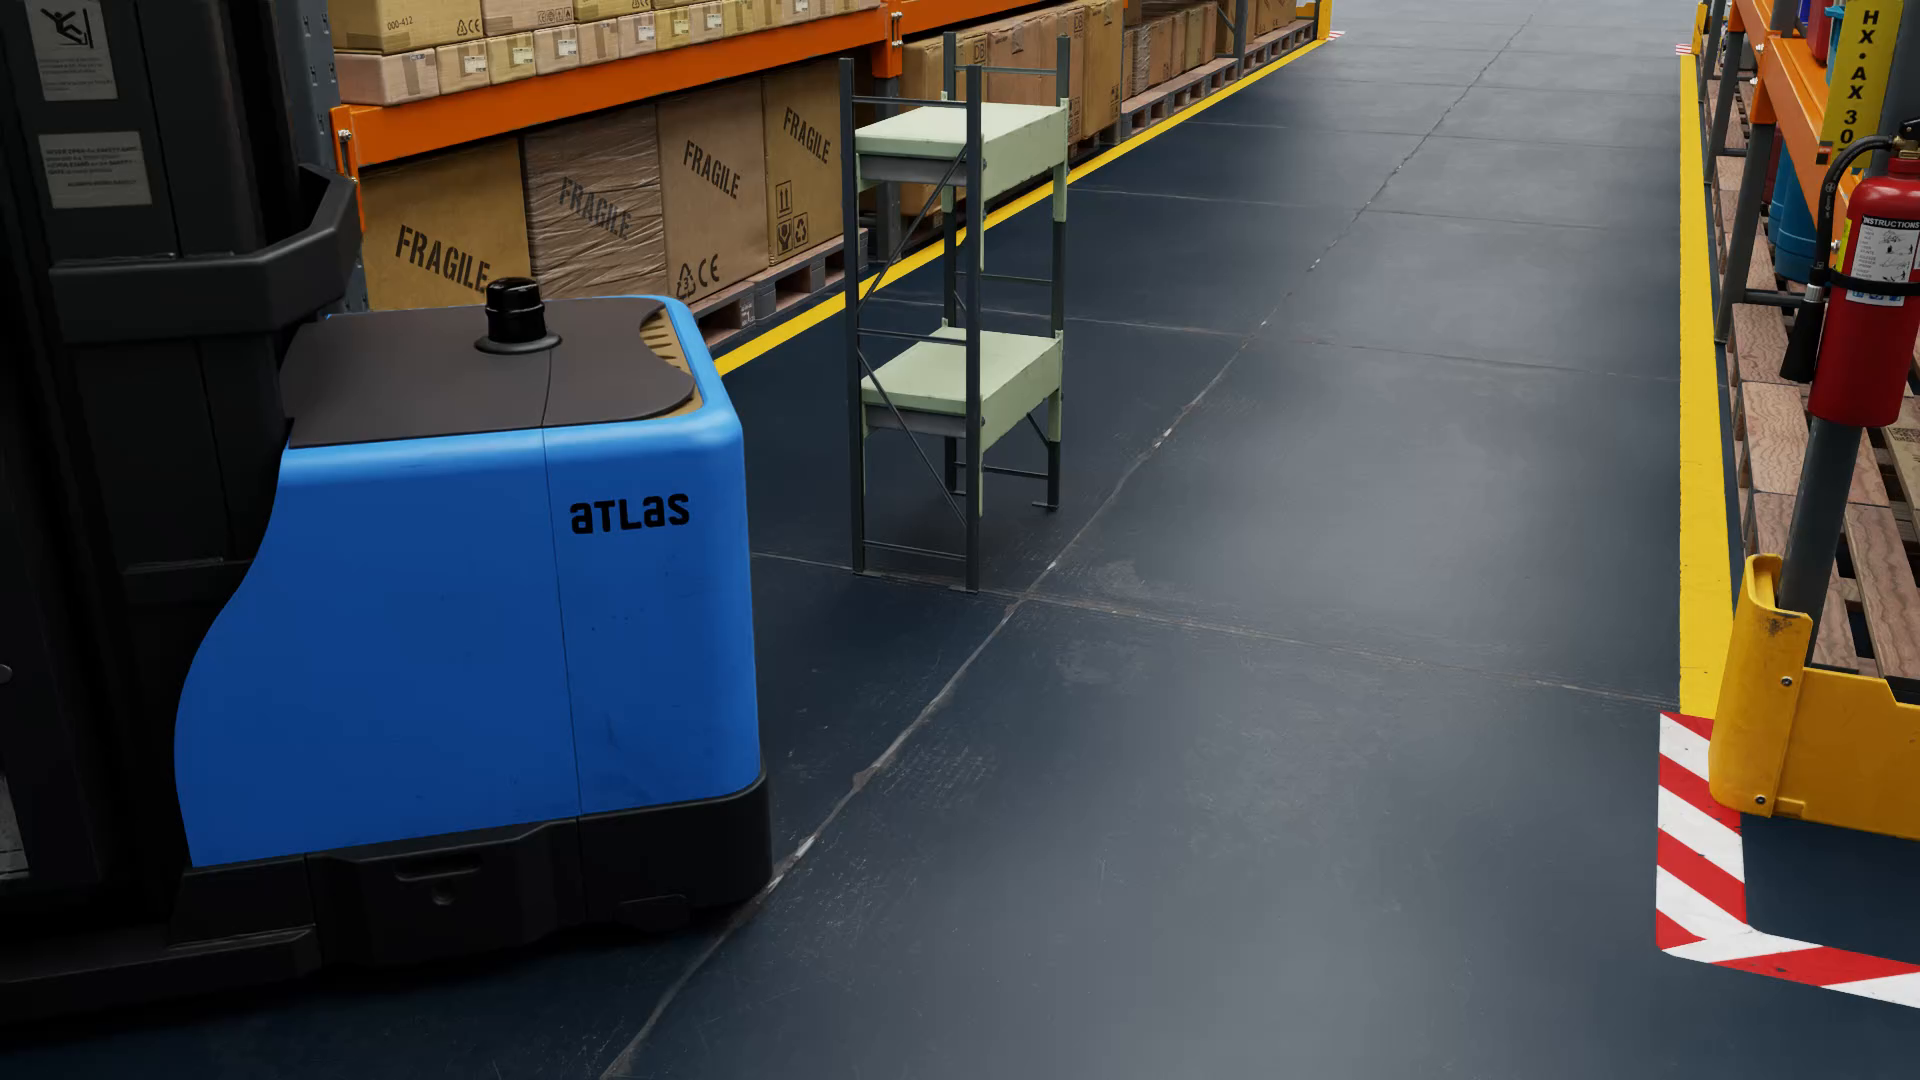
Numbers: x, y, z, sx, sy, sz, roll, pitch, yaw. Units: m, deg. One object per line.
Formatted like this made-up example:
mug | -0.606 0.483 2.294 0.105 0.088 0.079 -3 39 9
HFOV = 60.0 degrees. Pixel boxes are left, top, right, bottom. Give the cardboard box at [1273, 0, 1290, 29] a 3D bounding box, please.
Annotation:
cardboard box | 3.223 -5.799 17.941 0.500 0.500 0.500 16 28 34

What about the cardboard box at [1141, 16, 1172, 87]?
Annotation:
cardboard box | 1.318 -4.033 13.685 0.700 0.500 0.500 11 25 24

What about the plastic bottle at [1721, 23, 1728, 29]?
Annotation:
plastic bottle | 7.170 -4.707 15.596 0.097 0.271 0.097 0 23 0

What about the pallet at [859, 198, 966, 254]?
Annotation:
pallet | -0.580 -1.905 9.537 1.003 0.211 1.213 9 24 20

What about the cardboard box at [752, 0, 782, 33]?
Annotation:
cardboard box | -0.987 -2.264 7.105 0.380 0.149 0.250 9 24 21

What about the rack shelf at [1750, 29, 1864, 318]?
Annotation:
rack shelf | 3.059 -1.148 5.040 1.077 0.370 4.000 9 24 20

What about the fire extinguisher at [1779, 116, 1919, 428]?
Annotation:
fire extinguisher | 1.839 -0.568 3.301 0.296 0.674 0.183 9 24 20

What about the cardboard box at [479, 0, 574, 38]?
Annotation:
cardboard box | -1.666 -1.861 5.623 0.500 0.250 0.500 8 24 19

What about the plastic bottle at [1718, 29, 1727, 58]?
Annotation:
plastic bottle | 6.937 -4.495 14.986 0.144 0.351 0.185 9 24 20

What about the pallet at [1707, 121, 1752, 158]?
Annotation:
pallet | 5.612 -2.612 11.230 1.003 0.211 1.213 9 24 20

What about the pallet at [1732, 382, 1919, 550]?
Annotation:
pallet | 3.114 -0.202 5.460 1.003 0.211 1.213 9 24 20

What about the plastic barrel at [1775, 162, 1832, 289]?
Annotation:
plastic barrel | 4.020 -1.613 7.399 0.600 0.901 0.708 9 24 20

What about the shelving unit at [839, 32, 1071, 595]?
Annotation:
shelving unit | 0.002 -0.694 4.967 0.431 1.500 0.755 9 24 20

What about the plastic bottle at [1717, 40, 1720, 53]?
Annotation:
plastic bottle | 7.096 -4.604 15.439 0.097 0.201 0.097 0 23 0

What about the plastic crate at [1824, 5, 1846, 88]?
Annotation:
plastic crate | 2.841 -1.486 5.056 0.416 0.233 0.300 9 24 20

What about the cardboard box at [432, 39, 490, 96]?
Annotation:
cardboard box | -1.750 -1.529 5.345 0.380 0.149 0.250 8 24 19

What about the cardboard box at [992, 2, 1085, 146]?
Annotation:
cardboard box | 0.076 -2.988 10.723 1.225 0.875 0.875 9 24 20

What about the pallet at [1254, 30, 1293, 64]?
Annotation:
pallet | 2.844 -5.164 17.340 1.003 0.211 1.213 9 24 20

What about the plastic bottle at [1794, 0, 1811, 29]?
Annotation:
plastic bottle | 3.649 -2.326 7.087 0.152 0.276 0.135 9 24 20

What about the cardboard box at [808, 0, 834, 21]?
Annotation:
cardboard box | -0.796 -2.449 7.547 0.380 0.149 0.250 8 24 19

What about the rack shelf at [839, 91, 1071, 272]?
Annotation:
rack shelf | 0.002 -1.055 4.816 0.431 0.370 0.720 9 24 20

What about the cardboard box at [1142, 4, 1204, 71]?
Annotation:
cardboard box | 1.733 -4.433 14.642 0.700 0.500 0.500 9 24 20

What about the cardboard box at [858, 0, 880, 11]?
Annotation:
cardboard box | -0.605 -2.633 7.987 0.380 0.149 0.250 9 24 20

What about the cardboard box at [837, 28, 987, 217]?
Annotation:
cardboard box | -0.577 -2.350 9.196 1.225 0.875 0.875 9 24 20

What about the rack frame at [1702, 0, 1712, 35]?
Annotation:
rack frame | 8.260 -6.490 16.895 1.000 3.000 0.127 9 24 20

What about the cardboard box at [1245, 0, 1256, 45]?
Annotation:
cardboard box | 2.567 -5.151 16.389 0.500 0.500 0.500 18 29 37

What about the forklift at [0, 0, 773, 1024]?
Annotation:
forklift | -1.961 -0.615 2.920 3.031 2.935 1.130 -6 23 -14

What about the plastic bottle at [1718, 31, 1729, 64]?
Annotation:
plastic bottle | 6.817 -4.380 14.709 0.144 0.351 0.185 8 24 17

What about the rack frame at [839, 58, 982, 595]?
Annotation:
rack frame | -0.133 -0.563 4.653 0.400 1.500 0.023 9 24 20

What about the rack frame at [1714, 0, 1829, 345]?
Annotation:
rack frame | 3.802 -2.196 6.615 1.000 3.000 0.127 9 24 20

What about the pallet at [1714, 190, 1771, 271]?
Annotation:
pallet | 4.579 -1.617 8.848 1.003 0.211 1.213 9 24 20

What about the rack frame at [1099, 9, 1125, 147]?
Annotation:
rack frame | 0.690 -4.336 11.739 1.000 3.000 0.127 9 24 20

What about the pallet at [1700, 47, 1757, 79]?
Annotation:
pallet | 7.514 -4.444 15.616 1.003 0.211 1.213 9 24 20

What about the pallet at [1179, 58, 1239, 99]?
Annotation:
pallet | 1.888 -4.202 15.036 1.003 0.211 1.213 9 24 20

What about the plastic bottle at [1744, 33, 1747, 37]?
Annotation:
plastic bottle | 6.964 -4.333 14.694 0.152 0.276 0.135 9 24 20

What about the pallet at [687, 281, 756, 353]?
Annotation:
pallet | -1.603 -0.919 7.176 1.003 0.211 1.213 9 24 20

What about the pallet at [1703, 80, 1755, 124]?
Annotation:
pallet | 6.518 -3.485 13.320 1.003 0.211 1.213 9 24 20

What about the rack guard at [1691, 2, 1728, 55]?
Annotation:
rack guard | 8.275 -5.303 17.296 1.175 0.500 0.348 9 24 20

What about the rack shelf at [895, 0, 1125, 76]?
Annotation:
rack shelf | -0.053 -3.289 10.165 1.077 0.370 4.000 9 24 20

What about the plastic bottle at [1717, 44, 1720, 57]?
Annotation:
plastic bottle | 7.019 -4.530 15.263 0.097 0.201 0.097 0 23 0

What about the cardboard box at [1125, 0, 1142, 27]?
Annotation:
cardboard box | 1.098 -4.167 13.034 0.500 0.250 0.500 12 25 26

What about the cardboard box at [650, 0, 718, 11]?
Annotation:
cardboard box | -1.287 -2.228 6.501 0.500 0.250 0.500 8 24 19

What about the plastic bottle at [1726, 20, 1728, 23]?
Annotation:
plastic bottle | 7.297 -4.830 15.890 0.097 0.271 0.097 0 23 0

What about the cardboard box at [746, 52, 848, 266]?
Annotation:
cardboard box | -1.116 -1.893 8.103 0.875 0.875 0.875 9 24 20

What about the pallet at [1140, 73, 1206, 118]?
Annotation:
pallet | 1.436 -3.764 13.987 1.003 0.211 1.213 9 24 20

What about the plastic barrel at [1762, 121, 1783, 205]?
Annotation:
plastic barrel | 4.703 -2.127 9.033 0.600 0.588 0.708 9 24 20

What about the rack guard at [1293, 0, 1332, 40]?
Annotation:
rack guard | 3.633 -6.018 19.010 1.175 0.500 0.348 9 24 20

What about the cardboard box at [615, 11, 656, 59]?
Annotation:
cardboard box | -1.368 -1.898 6.227 0.380 0.149 0.250 8 24 19

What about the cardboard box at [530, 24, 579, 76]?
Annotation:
cardboard box | -1.559 -1.714 5.789 0.380 0.149 0.250 8 24 19

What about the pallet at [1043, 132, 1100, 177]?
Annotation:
pallet | 0.327 -2.778 11.627 1.003 0.211 1.213 9 24 20

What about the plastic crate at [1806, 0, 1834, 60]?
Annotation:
plastic crate | 3.238 -1.969 5.912 0.402 0.464 0.583 9 24 20

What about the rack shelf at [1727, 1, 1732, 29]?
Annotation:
rack shelf | 6.031 -4.011 11.894 1.077 0.370 4.000 9 24 20

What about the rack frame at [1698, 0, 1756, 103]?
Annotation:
rack frame | 6.774 -5.058 13.469 1.000 3.000 0.127 9 24 20

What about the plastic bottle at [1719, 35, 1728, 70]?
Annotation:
plastic bottle | 6.646 -4.227 14.433 0.061 0.283 0.133 10 25 23

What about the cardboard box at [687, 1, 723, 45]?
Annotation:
cardboard box | -1.178 -2.082 6.669 0.380 0.149 0.250 9 24 21

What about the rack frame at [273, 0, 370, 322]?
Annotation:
rack frame | -2.282 -1.473 4.886 1.000 3.000 0.127 9 24 20

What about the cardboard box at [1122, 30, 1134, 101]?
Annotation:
cardboard box | 0.920 -3.628 12.717 0.700 0.500 0.500 7 24 17

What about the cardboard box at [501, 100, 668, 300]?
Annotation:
cardboard box | -1.781 -1.253 6.569 0.875 0.875 0.875 9 24 20
